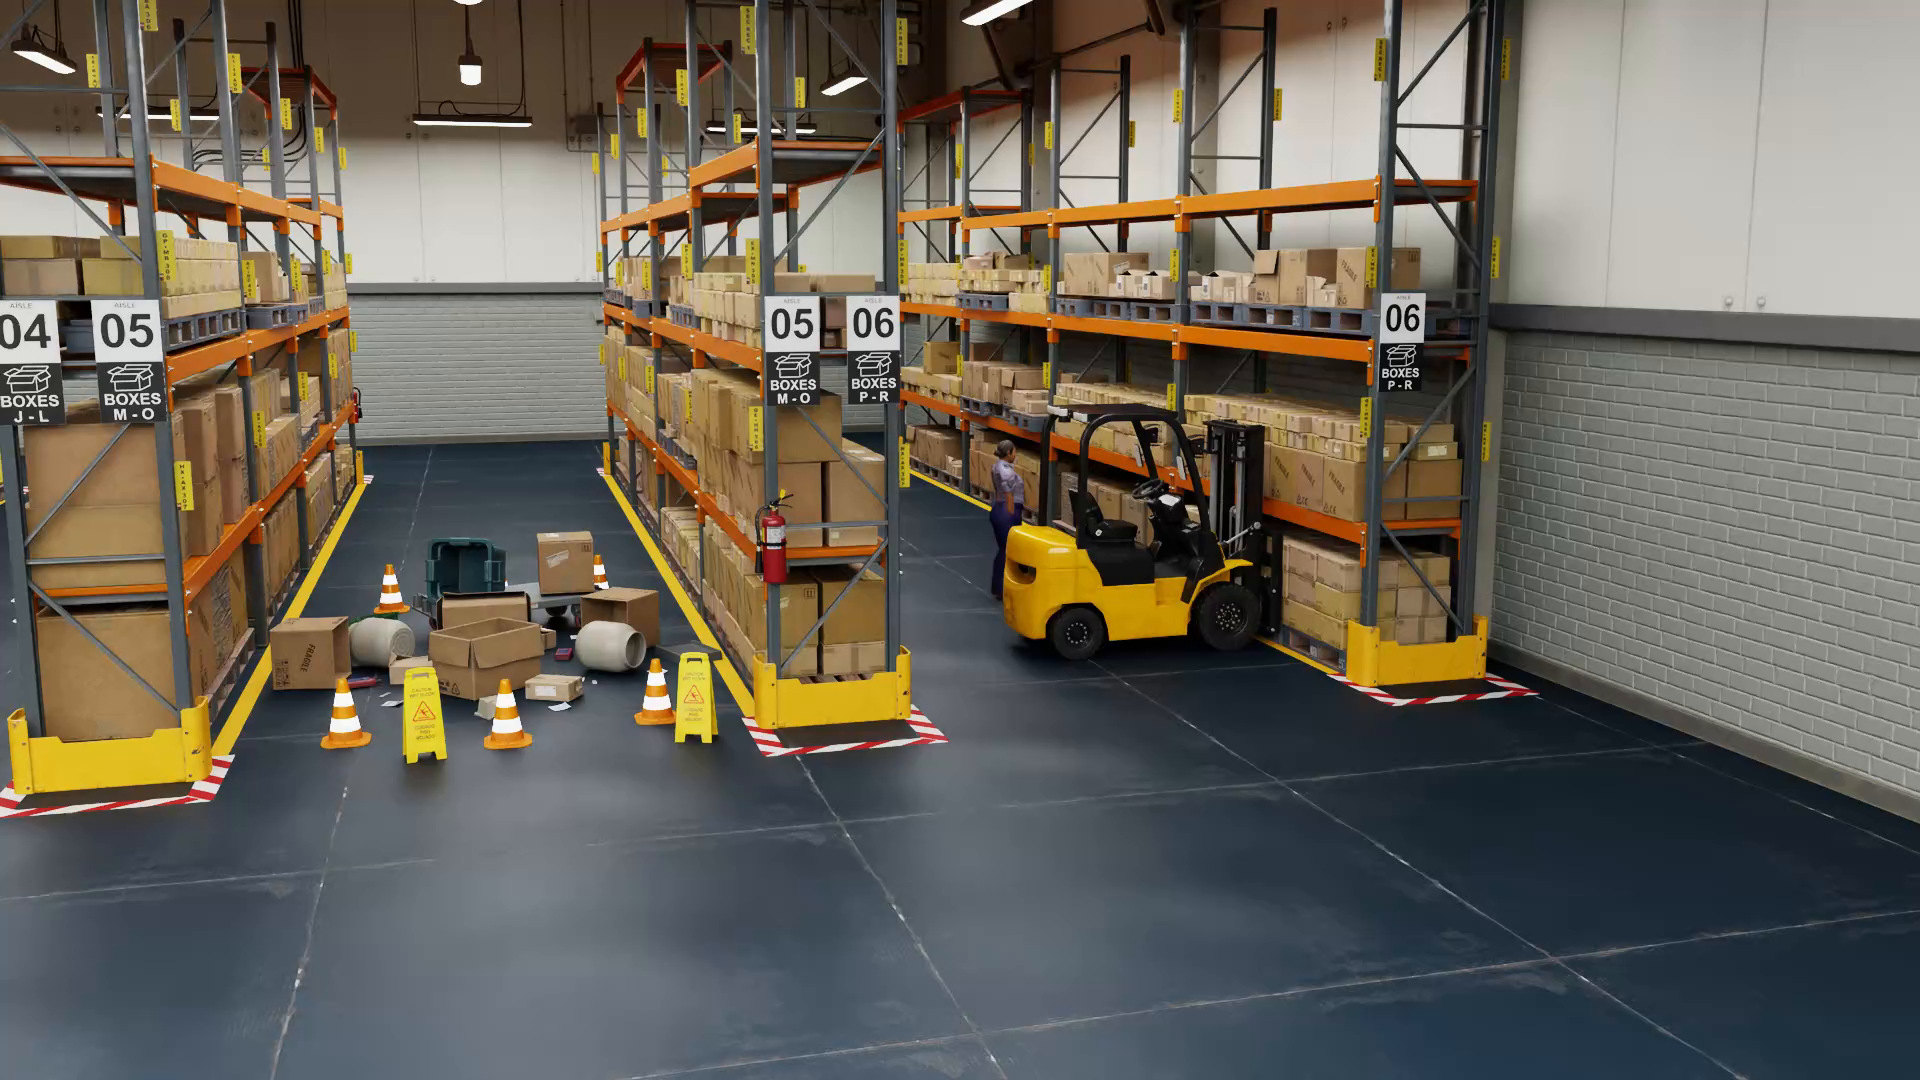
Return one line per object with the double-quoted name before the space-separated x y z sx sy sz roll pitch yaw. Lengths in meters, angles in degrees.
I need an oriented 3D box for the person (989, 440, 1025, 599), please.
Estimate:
"person" 0.489 -0.168 17.324 0.342 1.533 0.470 -2 10 -15
